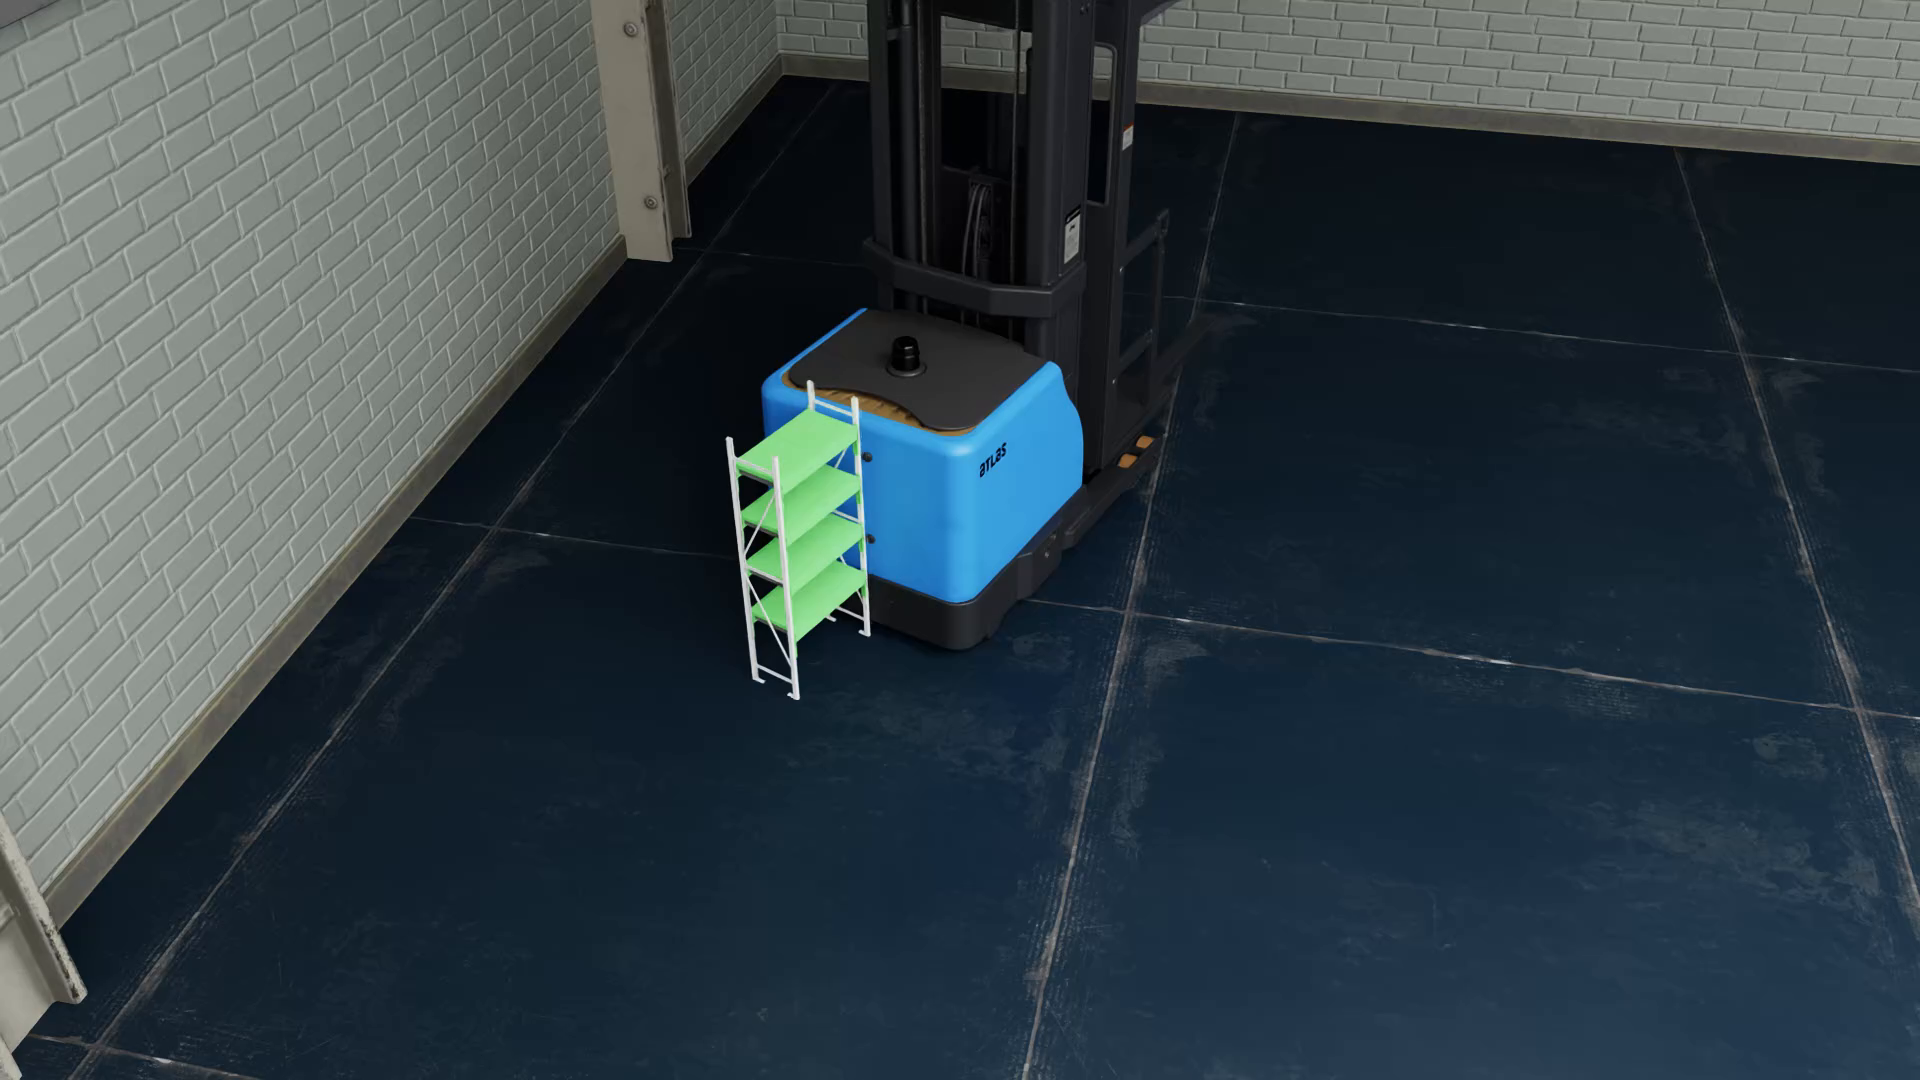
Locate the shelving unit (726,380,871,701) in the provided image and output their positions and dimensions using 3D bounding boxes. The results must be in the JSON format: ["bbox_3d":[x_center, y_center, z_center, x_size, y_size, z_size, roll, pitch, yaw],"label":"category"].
[{"bbox_3d":[-0.632,0.015,6.700,0.258,1.200,0.503,22,42,27],"label":"shelving unit"}]

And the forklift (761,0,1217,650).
[{"bbox_3d":[0.345,-1.565,7.411,1.130,2.935,3.031,19,40,24],"label":"forklift"}]

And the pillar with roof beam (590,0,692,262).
[{"bbox_3d":[2.341,-4.920,6.870,9.100,9.000,0.400,7,37,10],"label":"pillar with roof beam"}]

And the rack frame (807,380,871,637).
[{"bbox_3d":[-0.495,-0.107,6.861,0.240,1.200,0.015,22,42,27],"label":"rack frame"}]

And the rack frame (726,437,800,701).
[{"bbox_3d":[-0.769,0.136,6.539,0.240,1.200,0.015,22,42,27],"label":"rack frame"}]

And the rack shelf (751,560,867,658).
[{"bbox_3d":[-0.629,0.259,6.881,0.258,0.148,0.480,22,42,27],"label":"rack shelf"}]

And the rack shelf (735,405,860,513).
[{"bbox_3d":[-0.636,-0.319,6.451,0.258,0.148,0.480,22,42,27],"label":"rack shelf"}]

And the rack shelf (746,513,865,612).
[{"bbox_3d":[-0.631,0.066,6.738,0.258,0.148,0.480,22,42,27],"label":"rack shelf"}]

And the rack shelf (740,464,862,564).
[{"bbox_3d":[-0.633,-0.126,6.595,0.258,0.148,0.480,22,42,27],"label":"rack shelf"}]
